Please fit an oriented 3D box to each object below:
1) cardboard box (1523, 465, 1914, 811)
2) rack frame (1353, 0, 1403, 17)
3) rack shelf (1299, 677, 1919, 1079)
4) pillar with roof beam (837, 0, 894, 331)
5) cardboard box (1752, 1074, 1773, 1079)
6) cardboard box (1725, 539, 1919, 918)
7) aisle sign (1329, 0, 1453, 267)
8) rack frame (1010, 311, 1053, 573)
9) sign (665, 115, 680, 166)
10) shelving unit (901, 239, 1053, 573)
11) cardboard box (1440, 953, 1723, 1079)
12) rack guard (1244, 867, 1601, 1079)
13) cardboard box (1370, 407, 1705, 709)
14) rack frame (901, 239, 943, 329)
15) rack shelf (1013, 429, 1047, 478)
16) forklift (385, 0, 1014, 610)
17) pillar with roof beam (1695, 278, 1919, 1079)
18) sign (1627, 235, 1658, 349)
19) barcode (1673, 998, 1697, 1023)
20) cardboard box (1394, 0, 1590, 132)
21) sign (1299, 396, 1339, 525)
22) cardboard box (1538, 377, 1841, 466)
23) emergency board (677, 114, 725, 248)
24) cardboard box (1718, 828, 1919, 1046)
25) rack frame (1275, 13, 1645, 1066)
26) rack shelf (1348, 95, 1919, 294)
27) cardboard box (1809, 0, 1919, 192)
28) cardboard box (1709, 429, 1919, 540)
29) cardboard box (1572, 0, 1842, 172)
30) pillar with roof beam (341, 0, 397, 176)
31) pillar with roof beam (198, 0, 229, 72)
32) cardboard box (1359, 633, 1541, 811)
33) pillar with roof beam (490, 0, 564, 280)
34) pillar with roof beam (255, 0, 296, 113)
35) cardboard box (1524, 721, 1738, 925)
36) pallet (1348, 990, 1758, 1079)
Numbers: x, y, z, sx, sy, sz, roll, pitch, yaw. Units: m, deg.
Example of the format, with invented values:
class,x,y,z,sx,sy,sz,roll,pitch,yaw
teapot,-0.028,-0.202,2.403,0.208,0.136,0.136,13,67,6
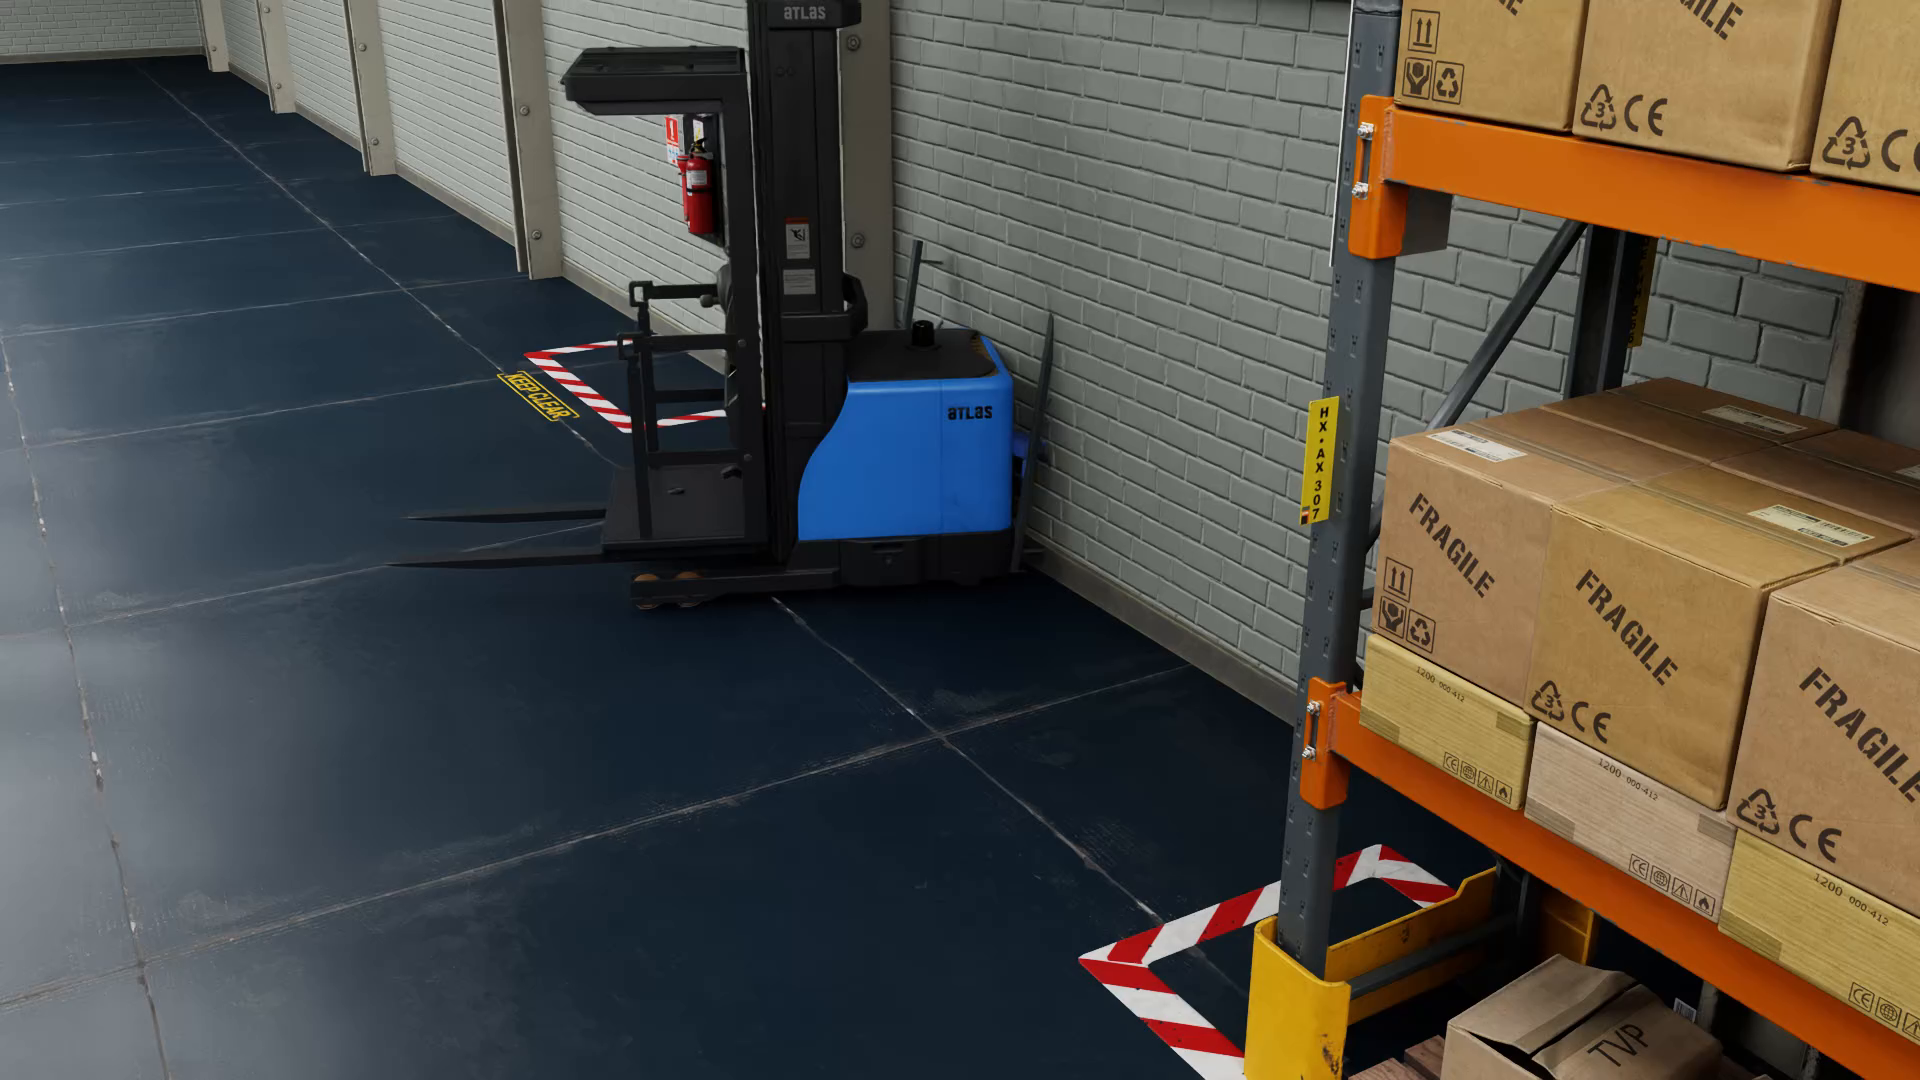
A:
class,x,y,z,sx,sy,sz,roll,pitch,yaw
cardboard box,1.597,0.187,3.546,0.500,0.500,0.500,-13,25,-28
rack frame,1.368,-2.680,3.453,1.000,3.000,0.127,-13,25,-28
rack shelf,2.390,1.080,3.126,1.077,0.370,4.000,-13,25,-28
pillar with roof beam,-4.297,-3.734,6.047,9.100,9.000,0.400,-13,25,-28
cardboard box,1.935,1.567,3.959,0.500,0.311,0.500,-10,24,-24
cardboard box,1.856,0.355,3.131,0.500,0.500,0.500,-14,26,-30
aisle sign,1.073,-1.070,4.009,0.394,0.787,0.004,-13,25,-28
rack frame,0.535,-0.575,8.219,0.500,1.500,0.032,-4,17,-45
sign,-2.019,-2.805,11.682,0.001,0.329,0.234,-13,25,-28
shelving unit,0.185,-0.705,8.564,0.538,1.500,1.048,-4,17,-45
cardboard box,1.644,1.383,4.413,0.500,0.311,0.500,-16,27,-34
rack guard,1.407,1.282,4.993,1.175,0.500,0.348,-13,25,-28
cardboard box,1.354,0.025,3.944,0.500,0.500,0.500,-13,25,-28
rack frame,-0.165,-0.835,8.910,0.500,1.500,0.032,-4,17,-45
rack shelf,0.159,-0.531,8.603,0.538,0.185,1.000,-4,17,-45
forklift,-1.289,-1.236,7.959,3.031,2.935,1.130,-3,22,-7
pillar with roof beam,-1.232,-1.791,1.268,9.100,9.000,0.400,-13,25,-28
sign,1.855,-0.684,4.552,0.100,0.325,0.005,-13,25,-28
barcode,1.997,1.307,4.586,0.001,0.075,0.075,-13,25,-28
cardboard box,1.324,-1.189,3.611,0.500,0.500,0.500,-12,25,-27
sign,0.902,-0.197,4.163,0.100,0.325,0.005,-13,25,-28
cardboard box,1.792,-0.076,4.192,0.500,0.500,0.500,-13,25,-29
emergency board,-1.825,-2.590,11.200,0.194,1.169,0.643,-13,25,-28
cardboard box,1.877,0.710,3.253,0.500,0.250,0.500,-13,26,-29
rack frame,1.368,0.100,4.583,1.000,3.000,0.127,-13,25,-28
rack shelf,2.390,-0.309,2.561,1.077,0.370,4.000,-13,25,-28
cardboard box,1.836,-0.841,2.755,0.500,0.500,0.500,-11,25,-26
cardboard box,2.040,0.089,3.786,0.500,0.500,0.500,-12,25,-28
cardboard box,1.568,-1.009,3.166,0.500,0.500,0.500,-11,24,-25
pillar with roof beam,-10.426,-7.618,15.604,9.100,9.000,0.400,-13,25,-28
pillar with roof beam,-16.556,-11.503,25.161,9.100,9.000,0.400,-13,25,-28
cardboard box,1.344,0.379,4.069,0.500,0.250,0.500,-13,26,-30
pillar with roof beam,-7.361,-5.676,10.825,9.100,9.000,0.400,-13,25,-28
pillar with roof beam,-13.491,-9.560,20.382,9.100,9.000,0.400,-13,25,-28
cardboard box,1.622,0.544,3.662,0.500,0.250,0.500,-13,26,-30
pallet,1.791,1.686,4.384,1.003,0.211,1.213,-13,25,-28
